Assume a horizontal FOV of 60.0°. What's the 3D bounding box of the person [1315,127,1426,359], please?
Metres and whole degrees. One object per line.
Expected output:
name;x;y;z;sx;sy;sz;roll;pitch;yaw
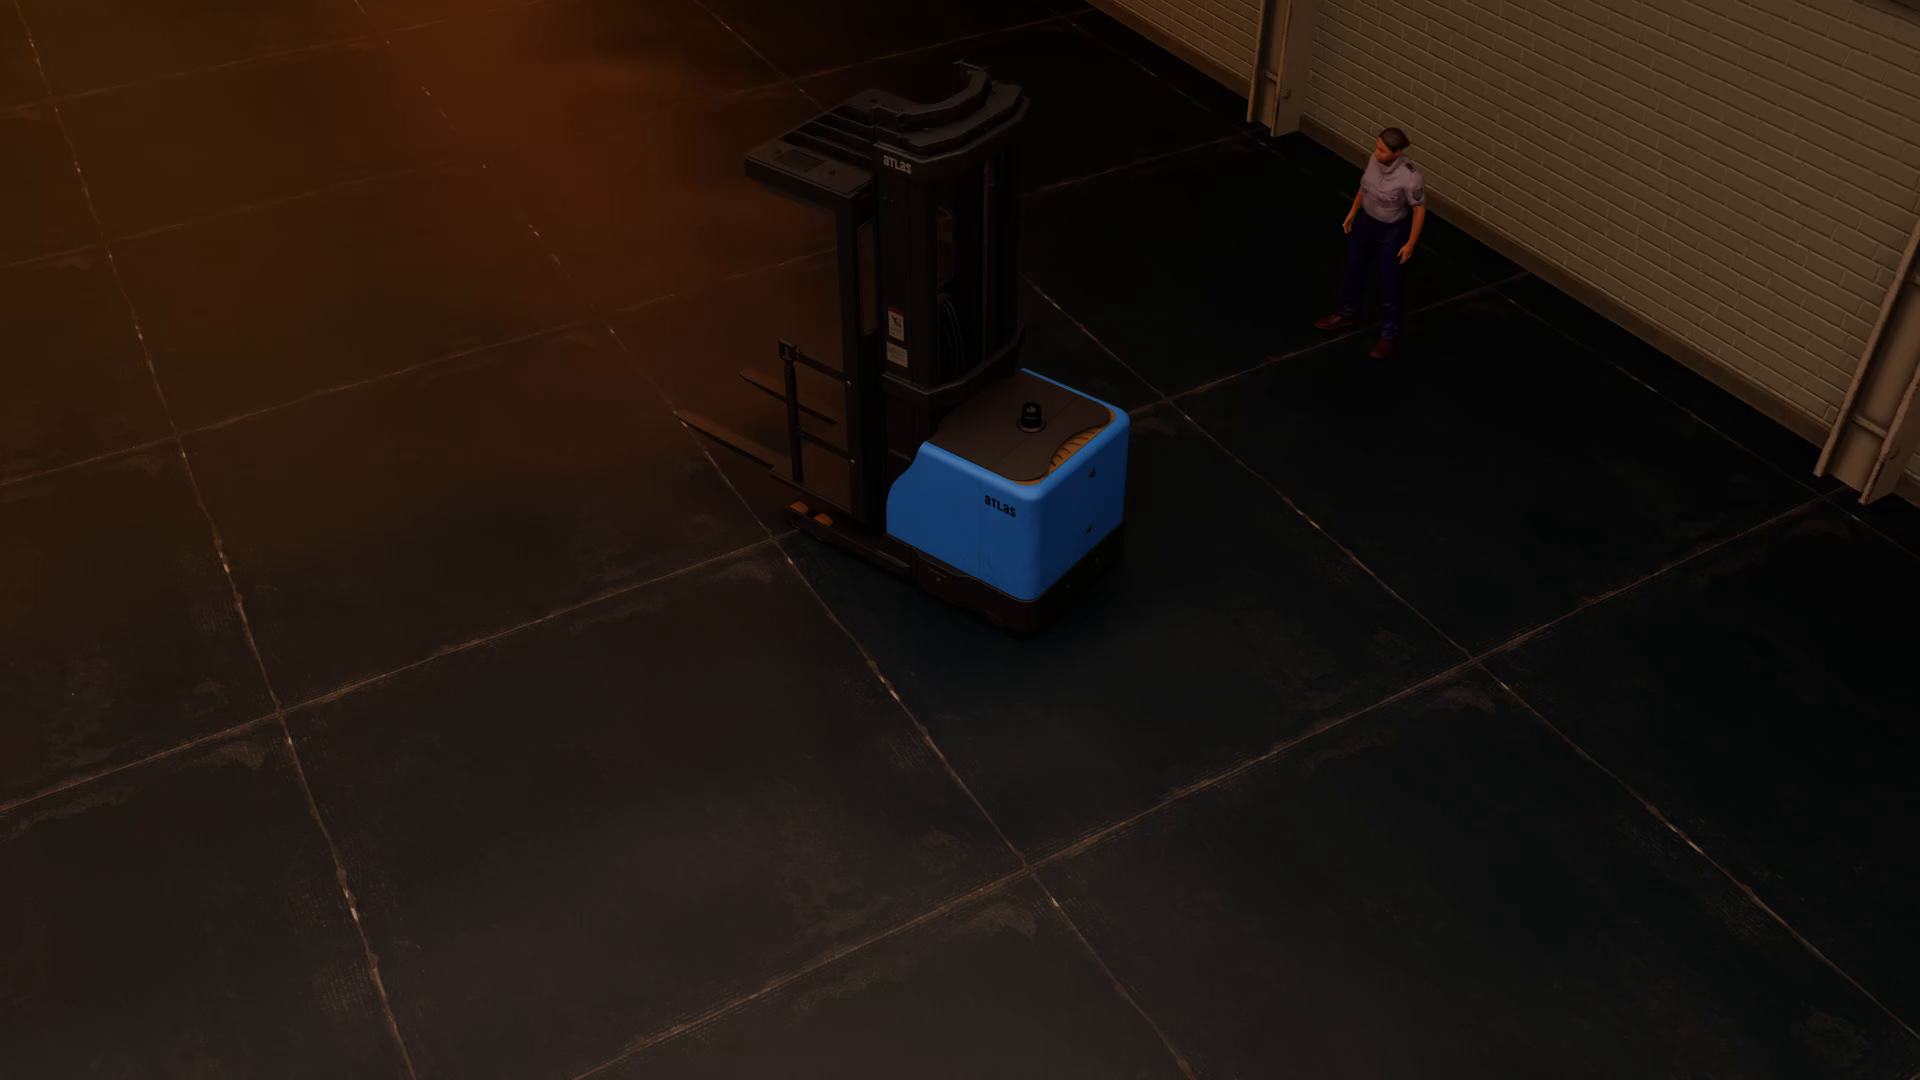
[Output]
person;2.941;-2.127;11.610;0.430;1.657;0.626;-22;45;-25

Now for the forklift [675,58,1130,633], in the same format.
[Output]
forklift;-0.481;-1.366;9.683;3.031;2.935;1.130;26;46;28
